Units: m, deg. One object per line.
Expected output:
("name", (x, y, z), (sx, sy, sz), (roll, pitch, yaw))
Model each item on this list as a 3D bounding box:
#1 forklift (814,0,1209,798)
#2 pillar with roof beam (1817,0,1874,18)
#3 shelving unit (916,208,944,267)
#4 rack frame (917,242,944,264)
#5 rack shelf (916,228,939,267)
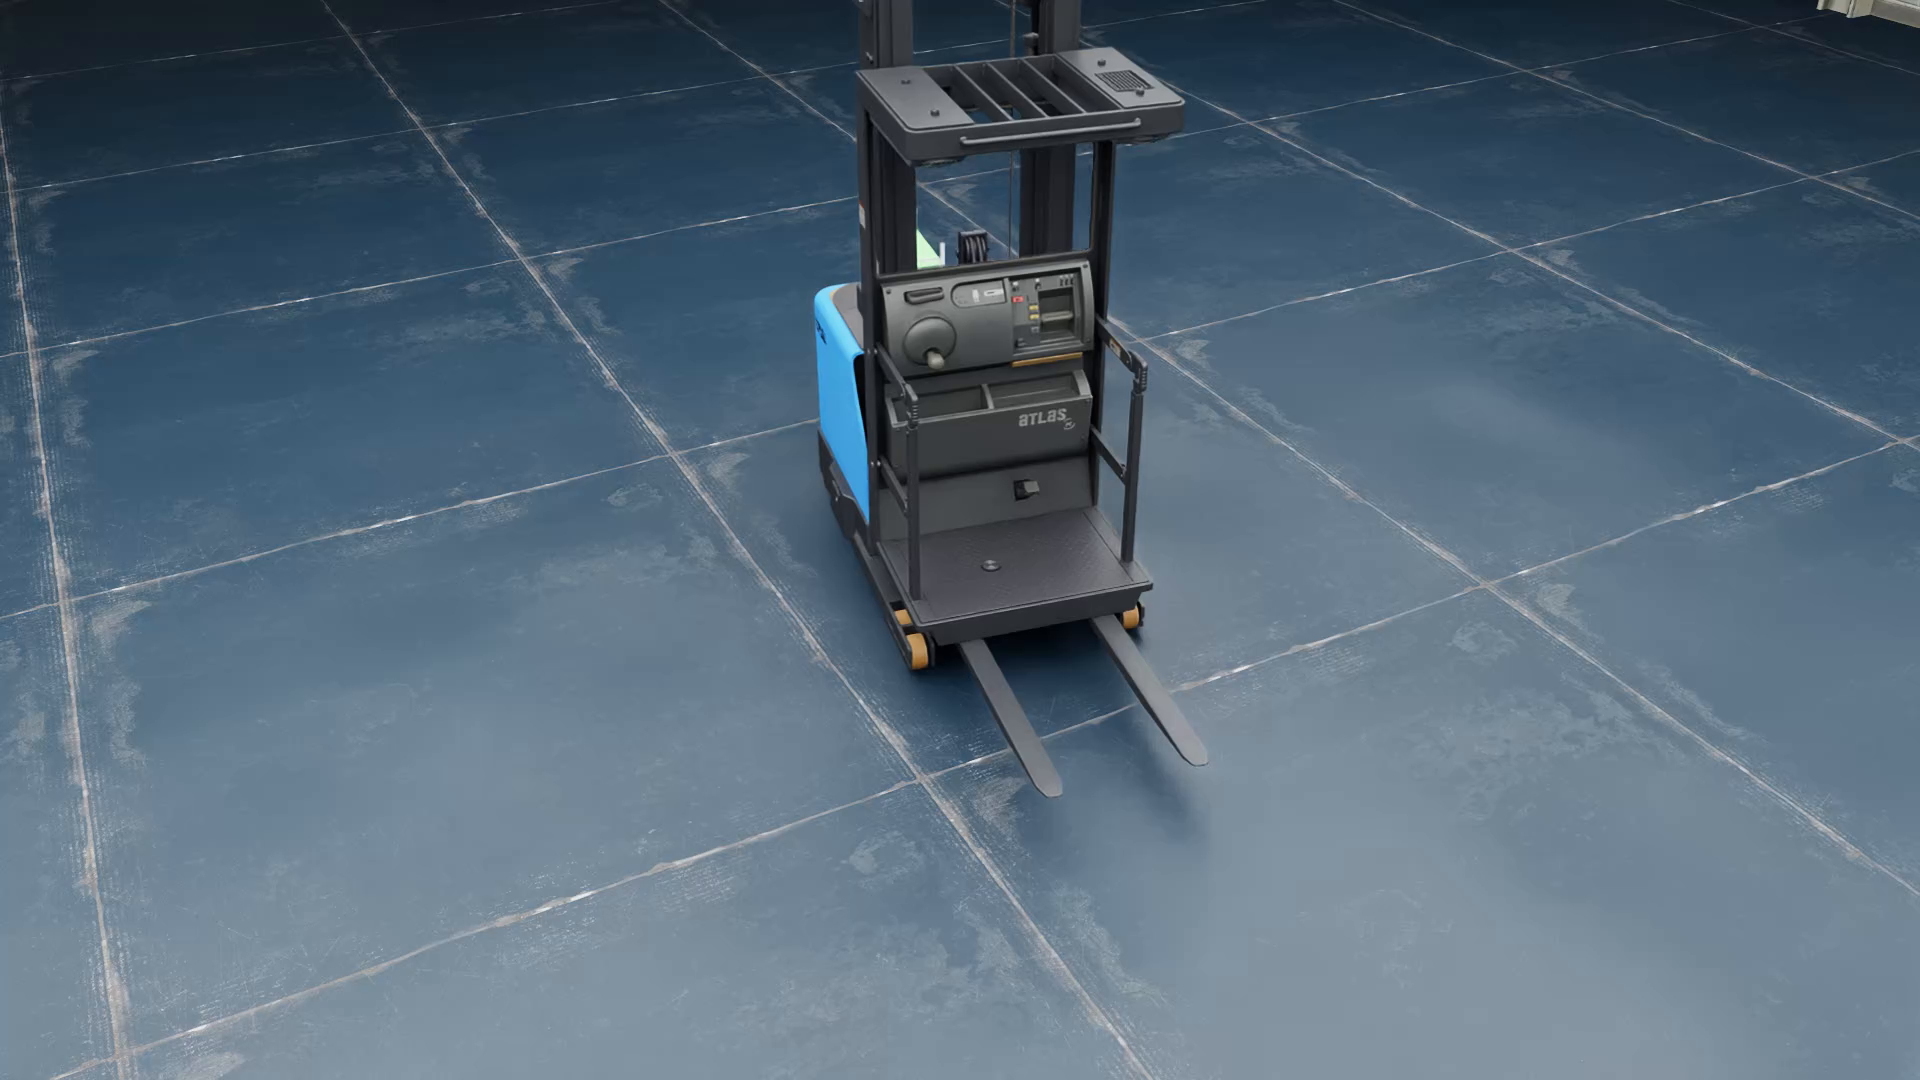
("forklift", (0.195, -0.901, 6.940), (1.130, 2.935, 3.031), (-10, 34, -15))
("pillar with roof beam", (4.899, -7.915, 12.263), (9.100, 9.000, 0.400), (-16, 36, -23))
("shelving unit", (-0.271, -1.100, 8.855), (0.258, 1.200, 0.503), (-10, 34, -15))
("rack frame", (-0.197, -0.974, 8.659), (0.240, 1.200, 0.015), (-10, 34, -15))
("rack shelf", (-0.271, -1.450, 8.630), (0.258, 0.148, 0.480), (-10, 34, -15))
